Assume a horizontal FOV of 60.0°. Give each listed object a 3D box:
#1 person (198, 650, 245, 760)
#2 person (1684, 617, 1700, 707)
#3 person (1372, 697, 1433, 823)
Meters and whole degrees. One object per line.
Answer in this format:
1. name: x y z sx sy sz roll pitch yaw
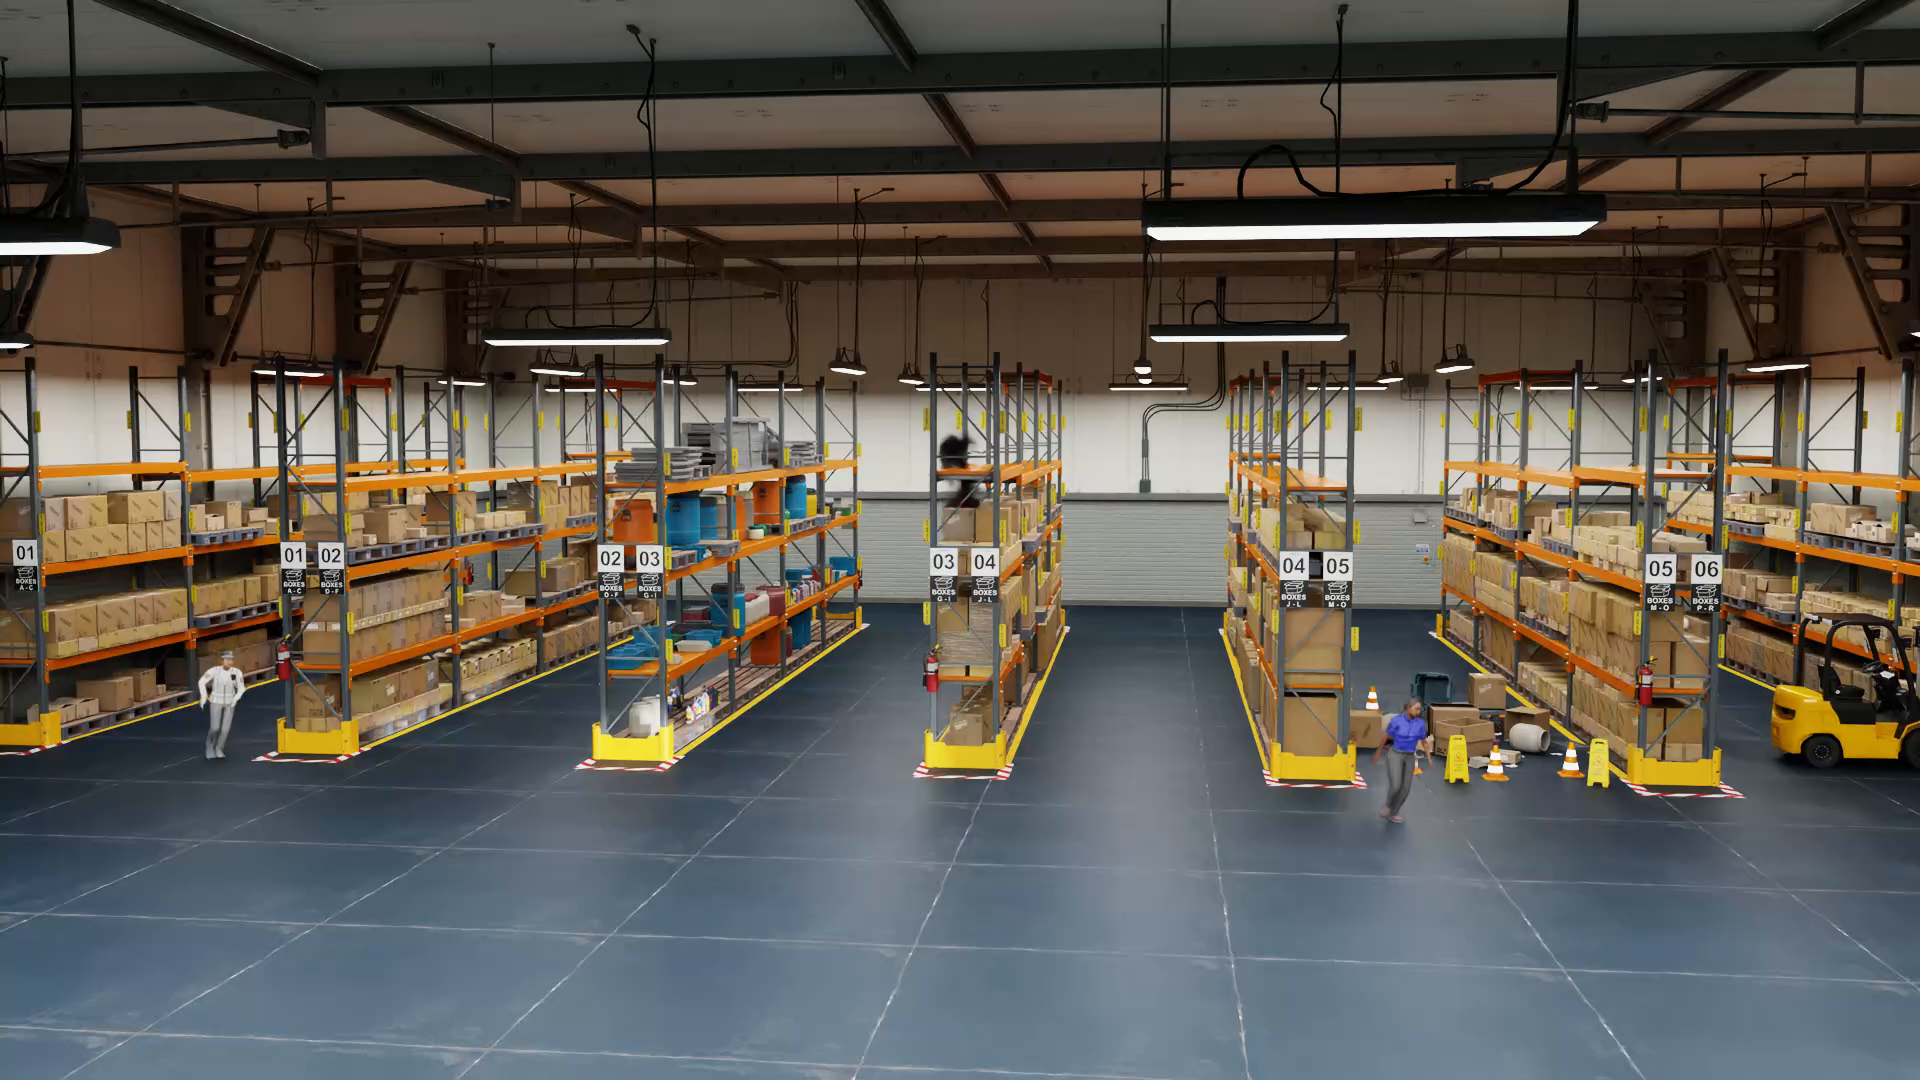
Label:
1. person: -10.958 2.451 24.725 0.616 1.640 0.613 -2 5 -31
2. person: 12.119 2.163 27.870 0.652 1.748 0.975 0 4 -1
3. person: 5.527 2.739 20.672 0.577 1.611 0.611 -1 4 -15
